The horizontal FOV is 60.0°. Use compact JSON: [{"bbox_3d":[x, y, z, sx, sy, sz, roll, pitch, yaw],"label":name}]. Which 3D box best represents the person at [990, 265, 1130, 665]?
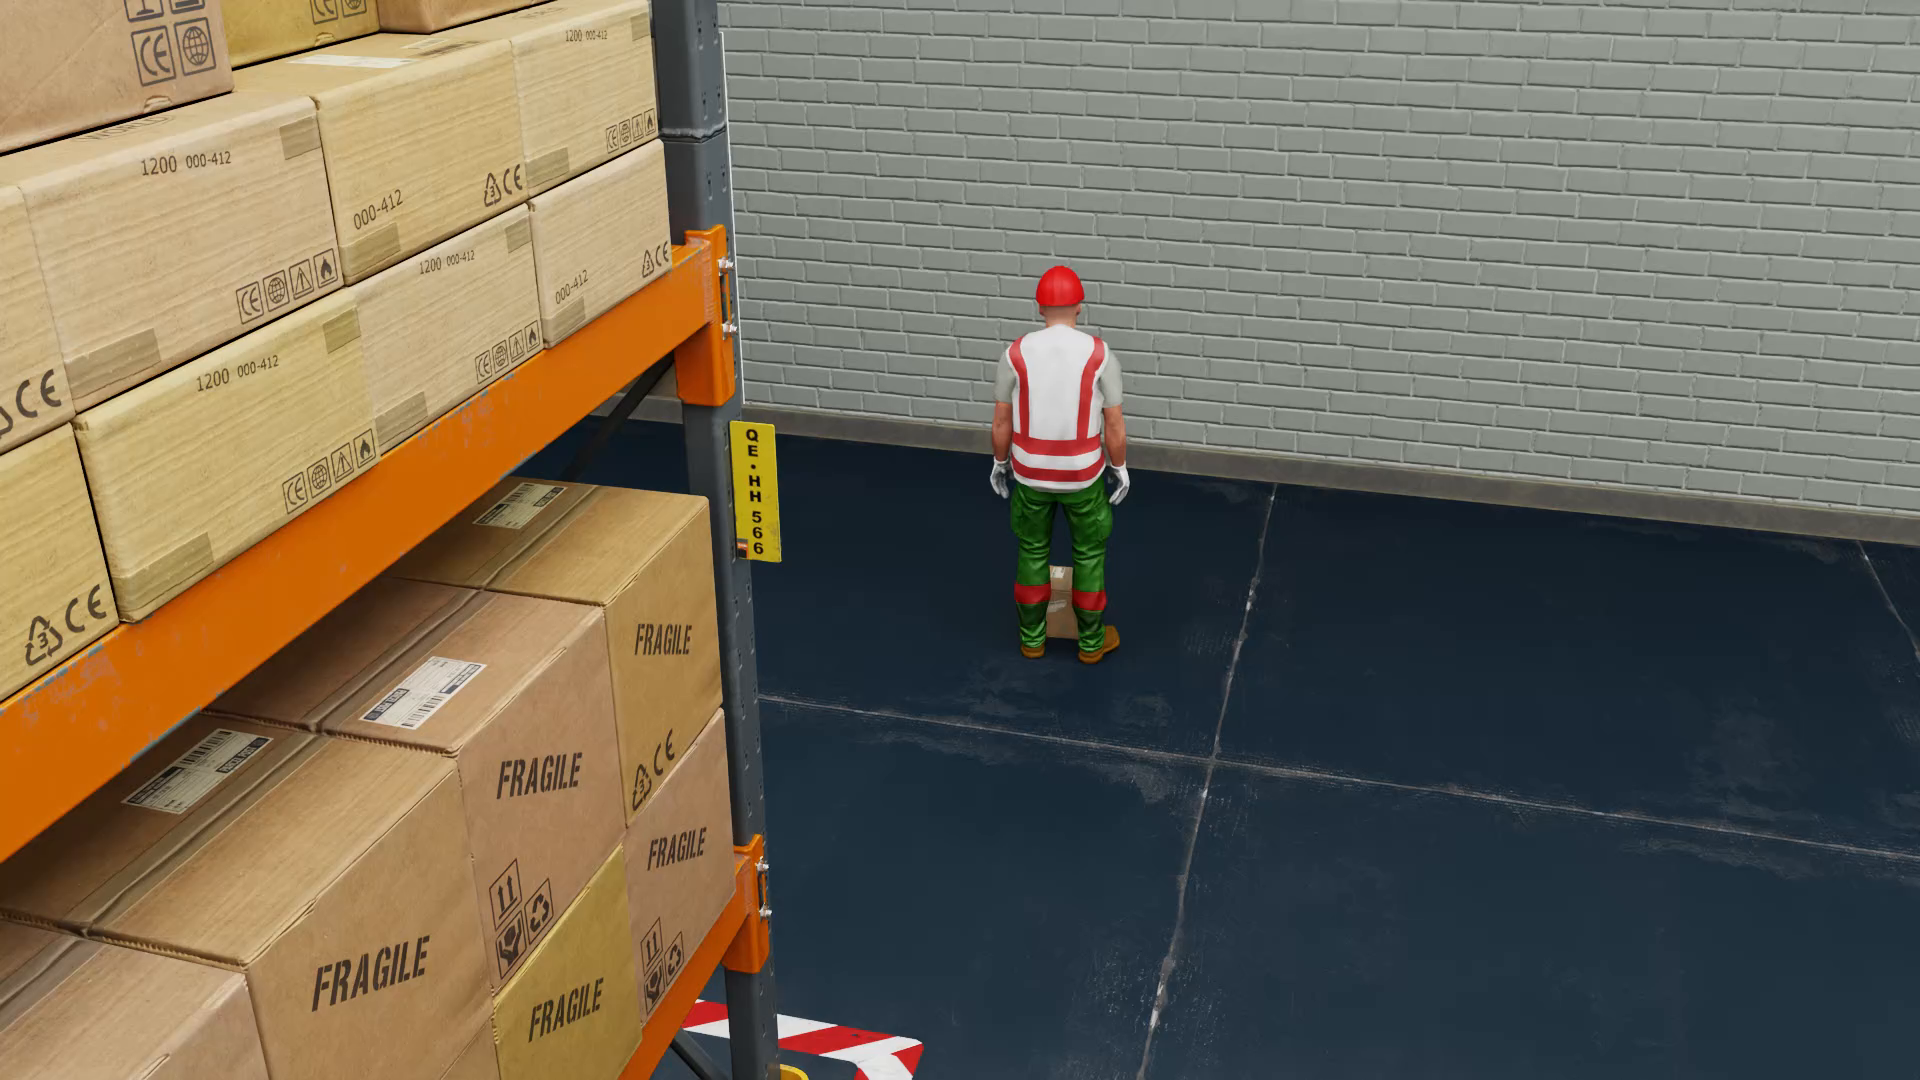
[{"bbox_3d":[0.435,-0.307,7.246,0.612,1.778,0.451,5,26,10],"label":"person"}]
